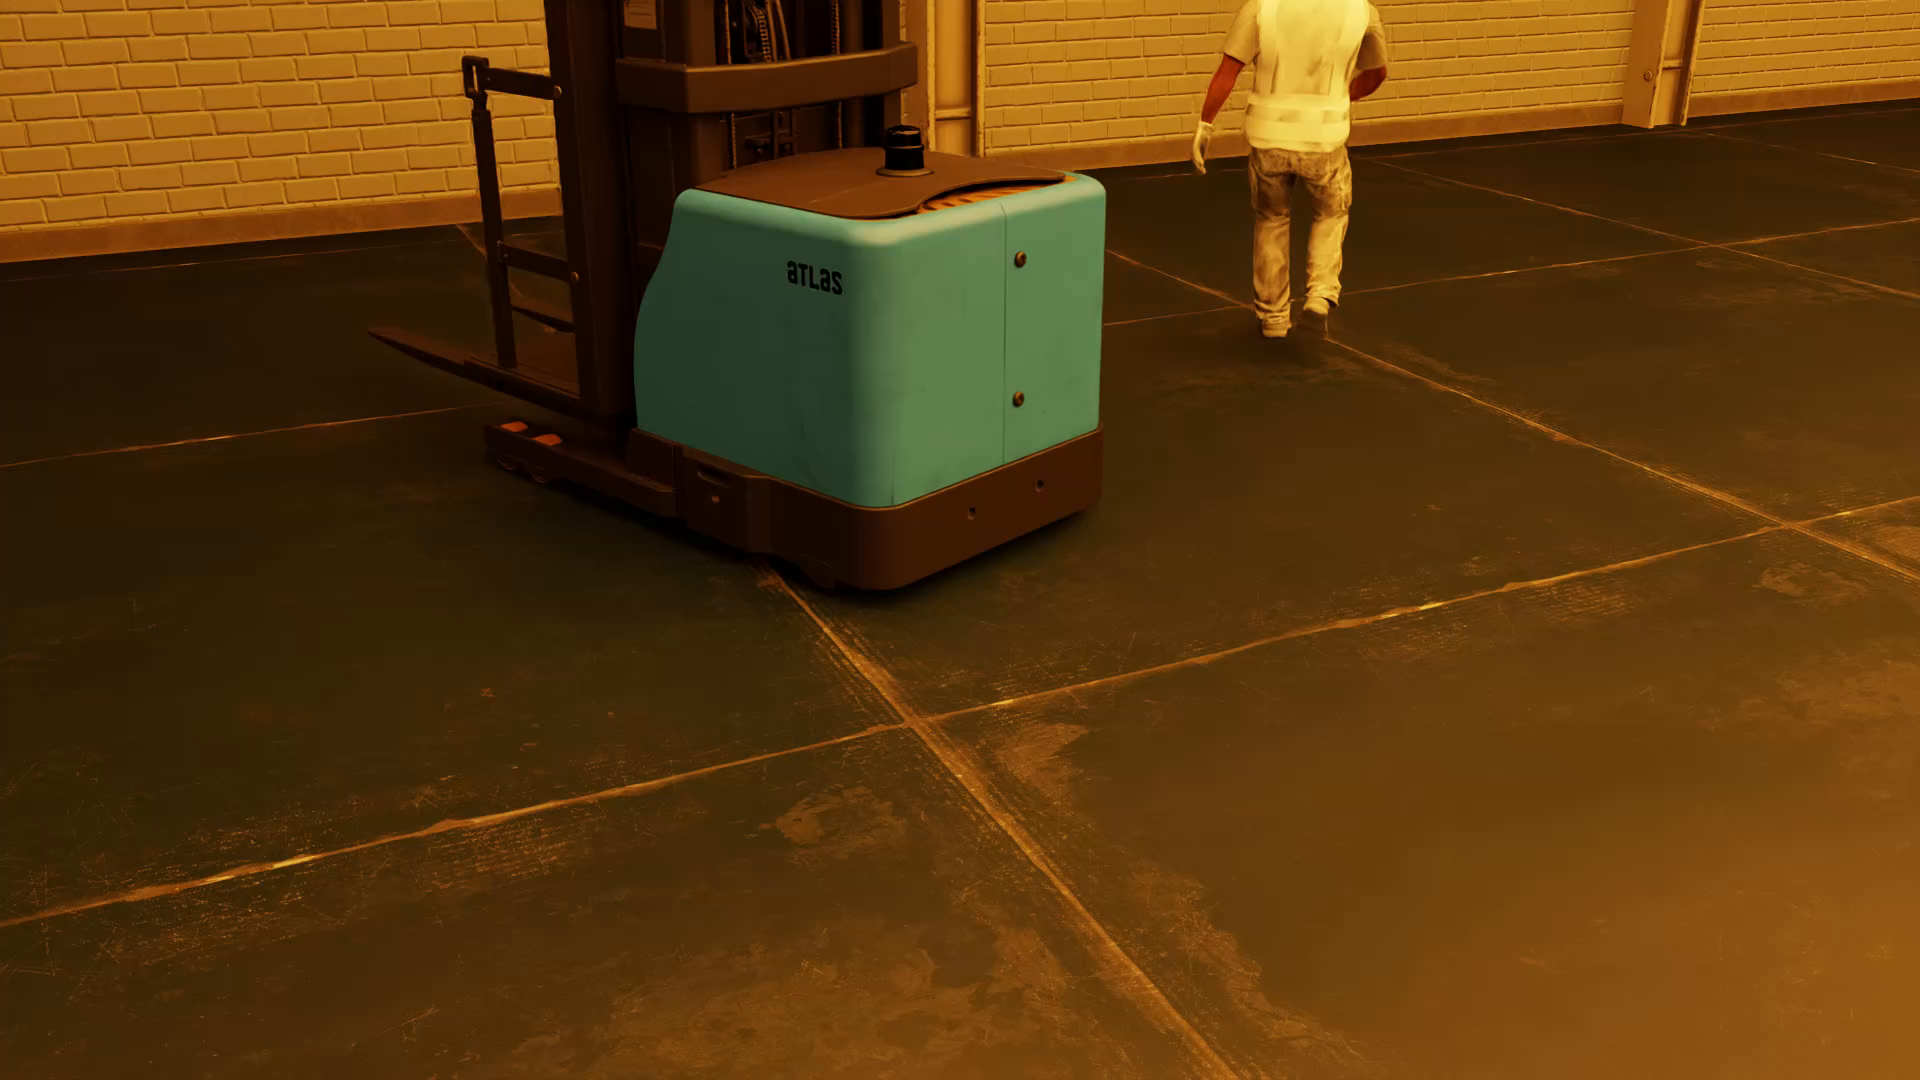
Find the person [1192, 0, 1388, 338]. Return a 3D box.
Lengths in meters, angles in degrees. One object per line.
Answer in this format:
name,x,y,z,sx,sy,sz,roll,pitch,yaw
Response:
person,1.365,-1.683,6.906,0.747,1.731,0.583,6,23,14

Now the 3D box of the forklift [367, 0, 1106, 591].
forklift,-0.981,-1.672,5.310,3.031,2.935,1.130,19,29,39
